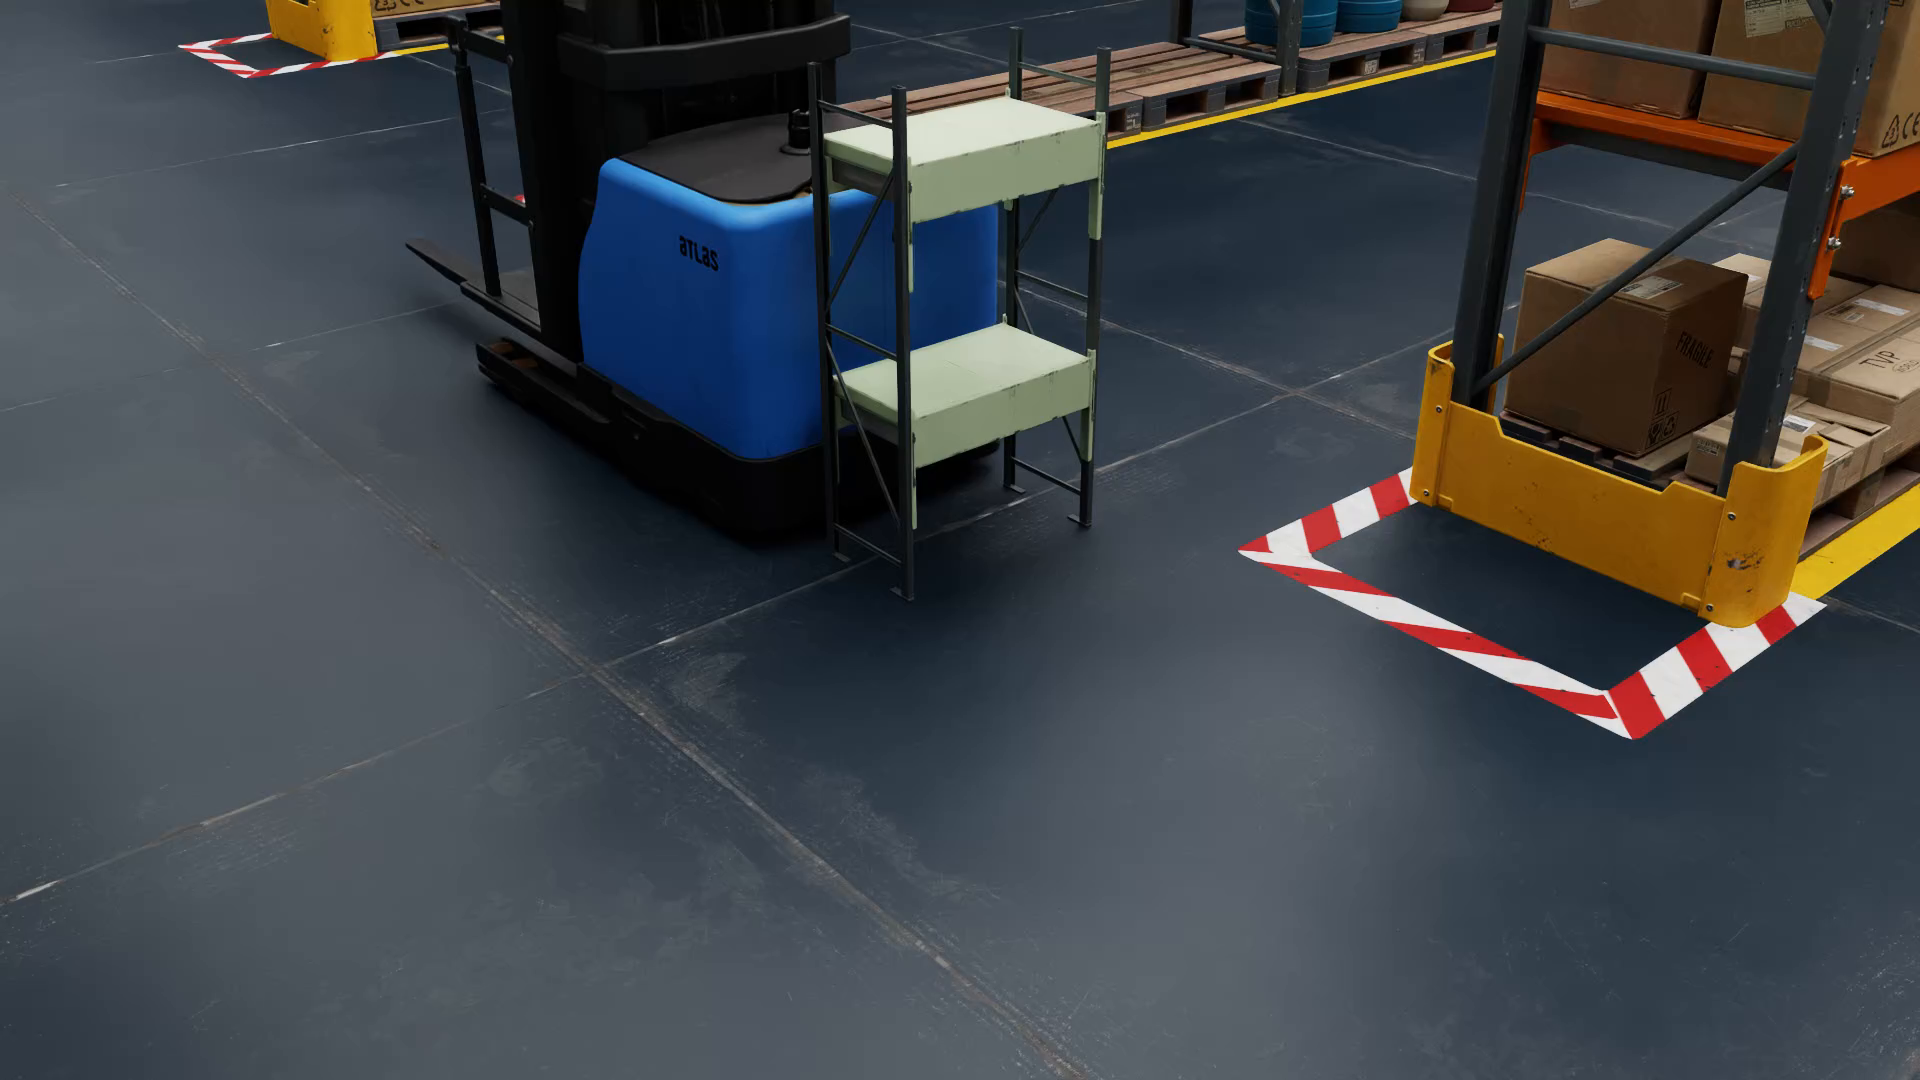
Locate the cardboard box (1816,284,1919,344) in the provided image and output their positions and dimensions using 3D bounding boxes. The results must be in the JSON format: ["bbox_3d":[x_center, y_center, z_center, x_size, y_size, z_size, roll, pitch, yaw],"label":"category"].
[{"bbox_3d":[3.278,-0.648,5.730,0.500,0.250,0.500,-22,35,-35],"label":"cardboard box"}]

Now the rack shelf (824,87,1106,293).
[{"bbox_3d":[0.005,-1.008,4.716,0.720,0.370,0.431,-22,35,-35],"label":"rack shelf"}]

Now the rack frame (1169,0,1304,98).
[{"bbox_3d":[1.750,-4.297,10.107,0.127,3.000,1.000,-22,35,-35],"label":"rack frame"}]

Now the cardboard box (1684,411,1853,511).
[{"bbox_3d":[2.461,-0.237,5.070,0.250,0.149,0.380,-22,35,-35],"label":"cardboard box"}]

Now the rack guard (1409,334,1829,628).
[{"bbox_3d":[1.977,-0.217,5.125,0.348,0.500,1.175,-22,35,-35],"label":"rack guard"}]

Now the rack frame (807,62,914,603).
[{"bbox_3d":[-0.273,-0.552,4.691,0.023,1.500,0.400,-22,35,-35],"label":"rack frame"}]

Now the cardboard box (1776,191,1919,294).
[{"bbox_3d":[3.537,-1.036,6.188,0.637,0.503,0.797,-22,35,-35],"label":"cardboard box"}]

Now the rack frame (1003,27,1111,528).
[{"bbox_3d":[0.284,-0.775,5.110,0.023,1.500,0.400,-22,35,-35],"label":"rack frame"}]

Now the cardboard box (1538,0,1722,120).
[{"bbox_3d":[2.084,-1.574,4.908,0.500,0.500,0.500,-21,34,-33],"label":"cardboard box"}]

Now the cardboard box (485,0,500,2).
[{"bbox_3d":[-3.380,-4.600,12.484,0.875,0.875,0.875,-22,35,-35],"label":"cardboard box"}]

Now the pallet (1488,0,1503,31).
[{"bbox_3d":[4.221,-4.034,12.575,1.213,0.211,1.003,-22,35,-35],"label":"pallet"}]

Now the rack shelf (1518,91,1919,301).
[{"bbox_3d":[3.441,-1.590,5.807,4.000,0.370,1.077,-22,35,-35],"label":"rack shelf"}]

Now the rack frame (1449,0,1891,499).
[{"bbox_3d":[1.920,-1.296,4.492,0.127,3.000,1.000,-22,35,-35],"label":"rack frame"}]

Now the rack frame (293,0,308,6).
[{"bbox_3d":[-4.507,-4.849,11.141,0.127,3.000,1.000,-22,35,-35],"label":"rack frame"}]

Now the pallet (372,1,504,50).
[{"bbox_3d":[-3.950,-3.892,12.308,1.213,0.211,1.003,-22,35,-35],"label":"pallet"}]

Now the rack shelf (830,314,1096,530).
[{"bbox_3d":[0.005,-0.376,5.054,0.720,0.370,0.431,-22,35,-35],"label":"rack shelf"}]

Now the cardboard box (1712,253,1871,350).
[{"bbox_3d":[2.916,-0.812,6.037,0.500,0.250,0.500,-22,35,-35],"label":"cardboard box"}]

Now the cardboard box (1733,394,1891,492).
[{"bbox_3d":[2.651,-0.322,5.208,0.250,0.166,0.380,-22,35,-35],"label":"cardboard box"}]

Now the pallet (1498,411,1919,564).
[{"bbox_3d":[2.583,-0.333,5.650,1.213,0.211,1.003,-22,35,-35],"label":"pallet"}]

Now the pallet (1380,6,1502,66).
[{"bbox_3d":[3.293,-3.663,11.881,1.213,0.211,1.003,-22,35,-35],"label":"pallet"}]

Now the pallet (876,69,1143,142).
[{"bbox_3d":[0.288,-2.453,9.616,1.213,0.211,1.003,-22,35,-35],"label":"pallet"}]

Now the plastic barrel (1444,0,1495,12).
[{"bbox_3d":[3.573,-4.141,11.929,0.708,0.588,0.600,-22,35,-35],"label":"plastic barrel"}]

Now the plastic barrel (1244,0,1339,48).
[{"bbox_3d":[2.175,-3.717,10.803,0.708,0.901,0.600,-22,35,-35],"label":"plastic barrel"}]

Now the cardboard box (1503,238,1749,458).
[{"bbox_3d":[2.173,-0.642,5.454,0.500,0.500,0.500,-22,35,-35],"label":"cardboard box"}]

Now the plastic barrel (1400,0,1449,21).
[{"bbox_3d":[3.202,-3.902,11.563,0.421,0.512,0.421,0,28,0],"label":"plastic barrel"}]

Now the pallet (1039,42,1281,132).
[{"bbox_3d":[1.216,-2.828,10.318,1.213,0.211,1.003,-22,35,-35],"label":"pallet"}]

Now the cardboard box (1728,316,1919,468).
[{"bbox_3d":[2.898,-0.495,5.444,0.500,0.250,0.500,-22,35,-35],"label":"cardboard box"}]

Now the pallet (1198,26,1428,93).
[{"bbox_3d":[2.365,-3.288,11.178,1.213,0.211,1.003,-22,35,-35],"label":"pallet"}]

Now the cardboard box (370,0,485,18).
[{"bbox_3d":[-4.072,-4.322,11.963,0.875,0.875,0.875,-22,35,-35],"label":"cardboard box"}]

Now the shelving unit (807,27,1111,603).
[{"bbox_3d":[0.005,-0.664,4.900,0.755,1.500,0.431,-22,35,-35],"label":"shelving unit"}]

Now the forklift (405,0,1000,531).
[{"bbox_3d":[-1.186,-1.943,5.776,1.130,2.935,3.031,-21,35,-34],"label":"forklift"}]

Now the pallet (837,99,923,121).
[{"bbox_3d":[-0.640,-2.082,8.921,1.213,0.211,1.003,-22,35,-35],"label":"pallet"}]

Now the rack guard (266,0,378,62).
[{"bbox_3d":[-4.525,-3.739,11.716,0.348,0.500,1.175,-22,35,-35],"label":"rack guard"}]

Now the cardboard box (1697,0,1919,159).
[{"bbox_3d":[2.428,-1.381,4.546,0.500,0.500,0.500,-21,35,-34],"label":"cardboard box"}]

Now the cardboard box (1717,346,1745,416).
[{"bbox_3d":[2.540,-0.586,5.704,0.250,0.166,0.380,-22,35,-35],"label":"cardboard box"}]

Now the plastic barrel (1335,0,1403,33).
[{"bbox_3d":[2.714,-3.933,11.208,0.708,0.901,0.600,-22,35,-35],"label":"plastic barrel"}]
